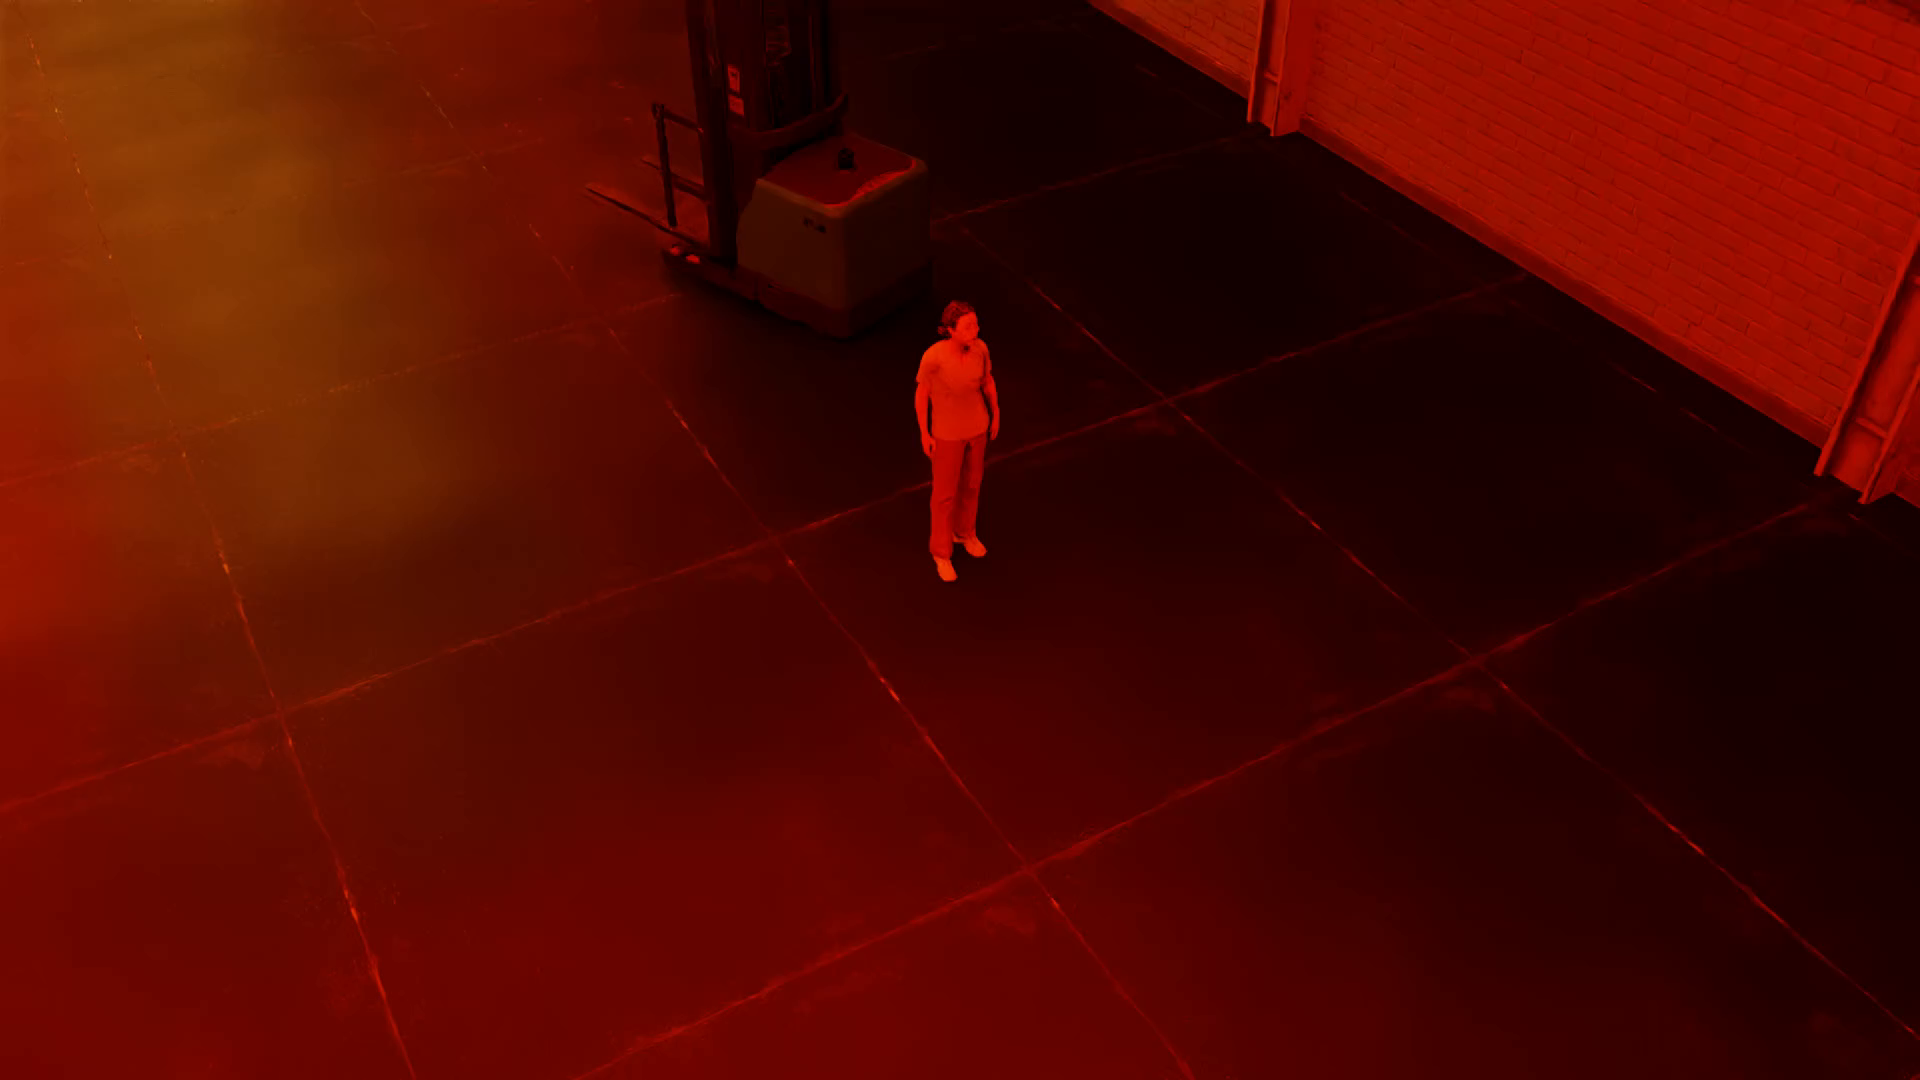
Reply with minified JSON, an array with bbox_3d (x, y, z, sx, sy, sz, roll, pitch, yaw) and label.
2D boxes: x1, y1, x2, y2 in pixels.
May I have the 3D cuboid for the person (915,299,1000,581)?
[{"bbox_3d":[0.028,-0.606,9.739,0.554,1.674,0.548,-20,44,-23],"label":"person"}]

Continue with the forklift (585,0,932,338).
[{"bbox_3d":[-1.664,-3.378,12.109,3.031,2.935,1.130,28,47,30],"label":"forklift"}]
